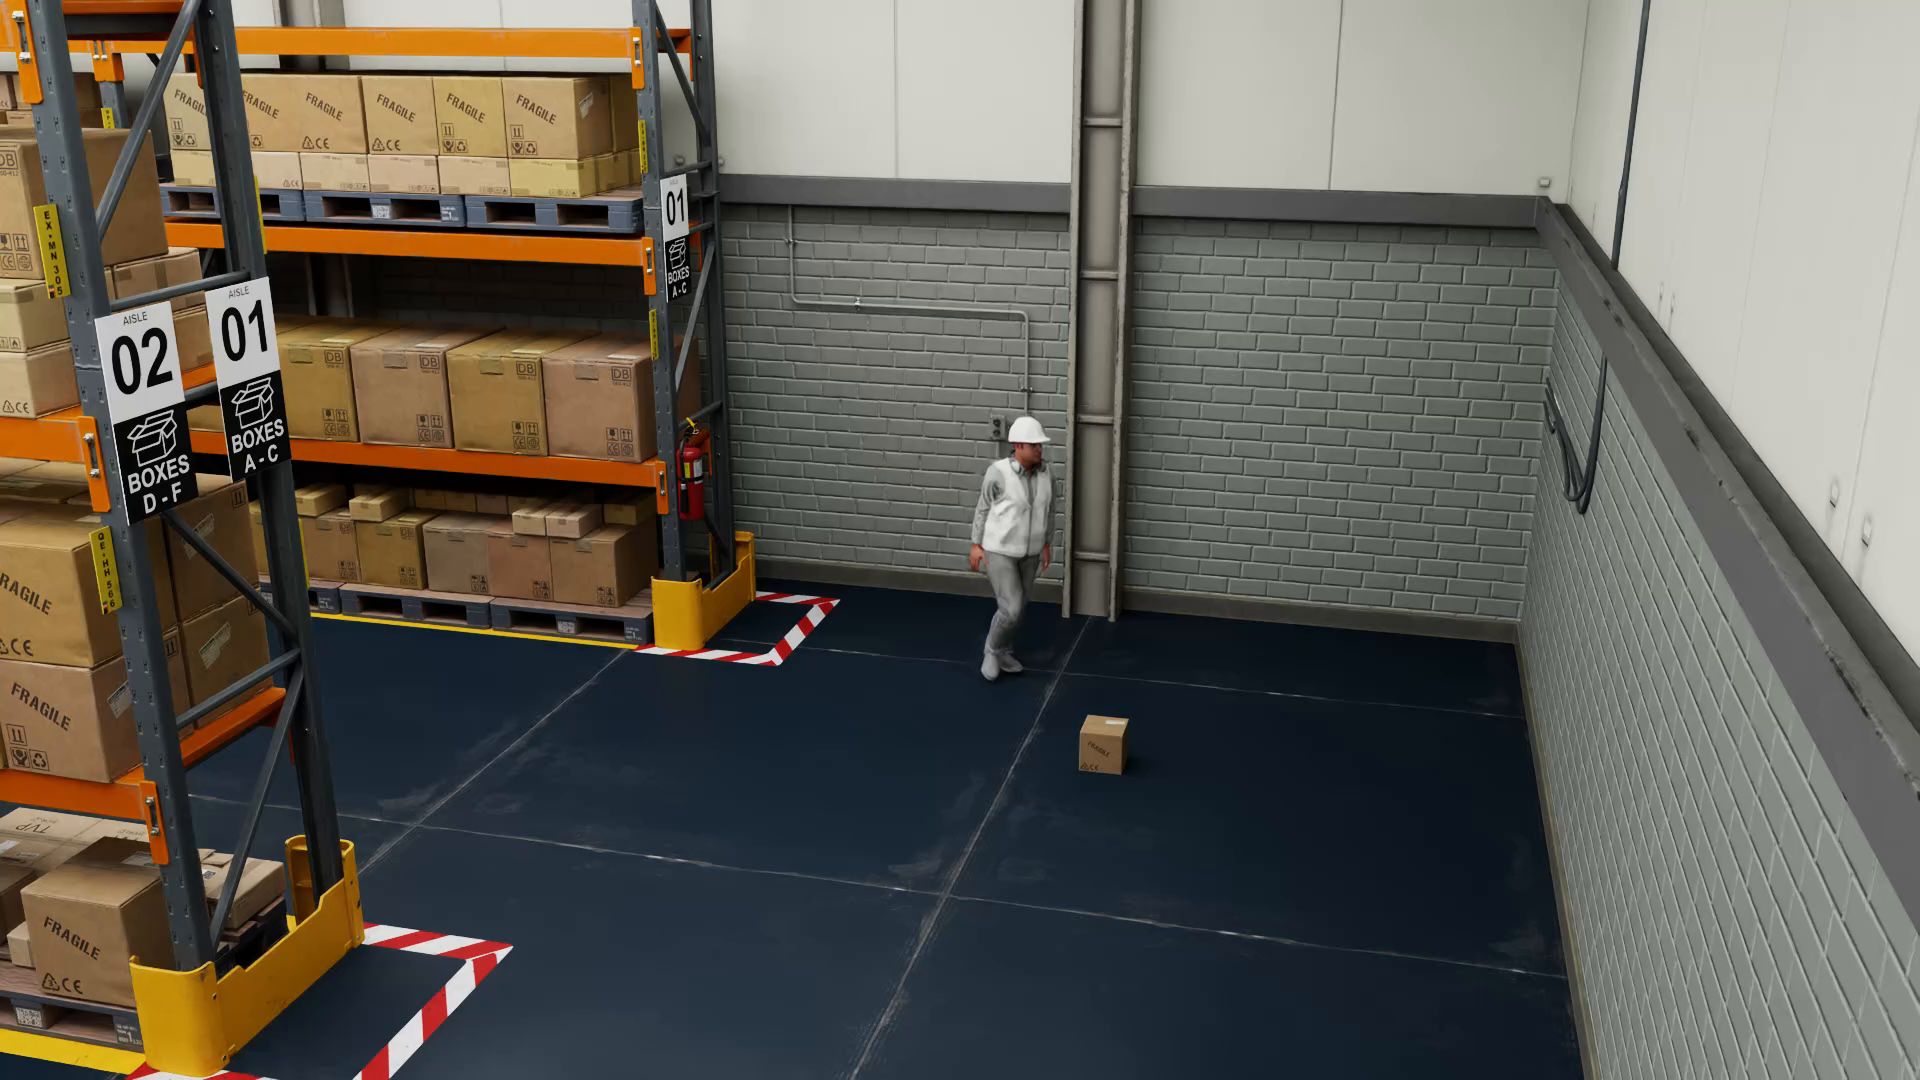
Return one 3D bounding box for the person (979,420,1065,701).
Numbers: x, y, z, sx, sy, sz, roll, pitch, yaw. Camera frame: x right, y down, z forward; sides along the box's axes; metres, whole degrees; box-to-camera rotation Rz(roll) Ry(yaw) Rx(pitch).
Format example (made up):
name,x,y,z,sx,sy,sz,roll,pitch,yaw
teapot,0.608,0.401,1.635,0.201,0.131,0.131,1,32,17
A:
name,x,y,z,sx,sy,sz,roll,pitch,yaw
person,0.406,0.086,10.790,0.537,1.810,0.611,-12,22,-33
